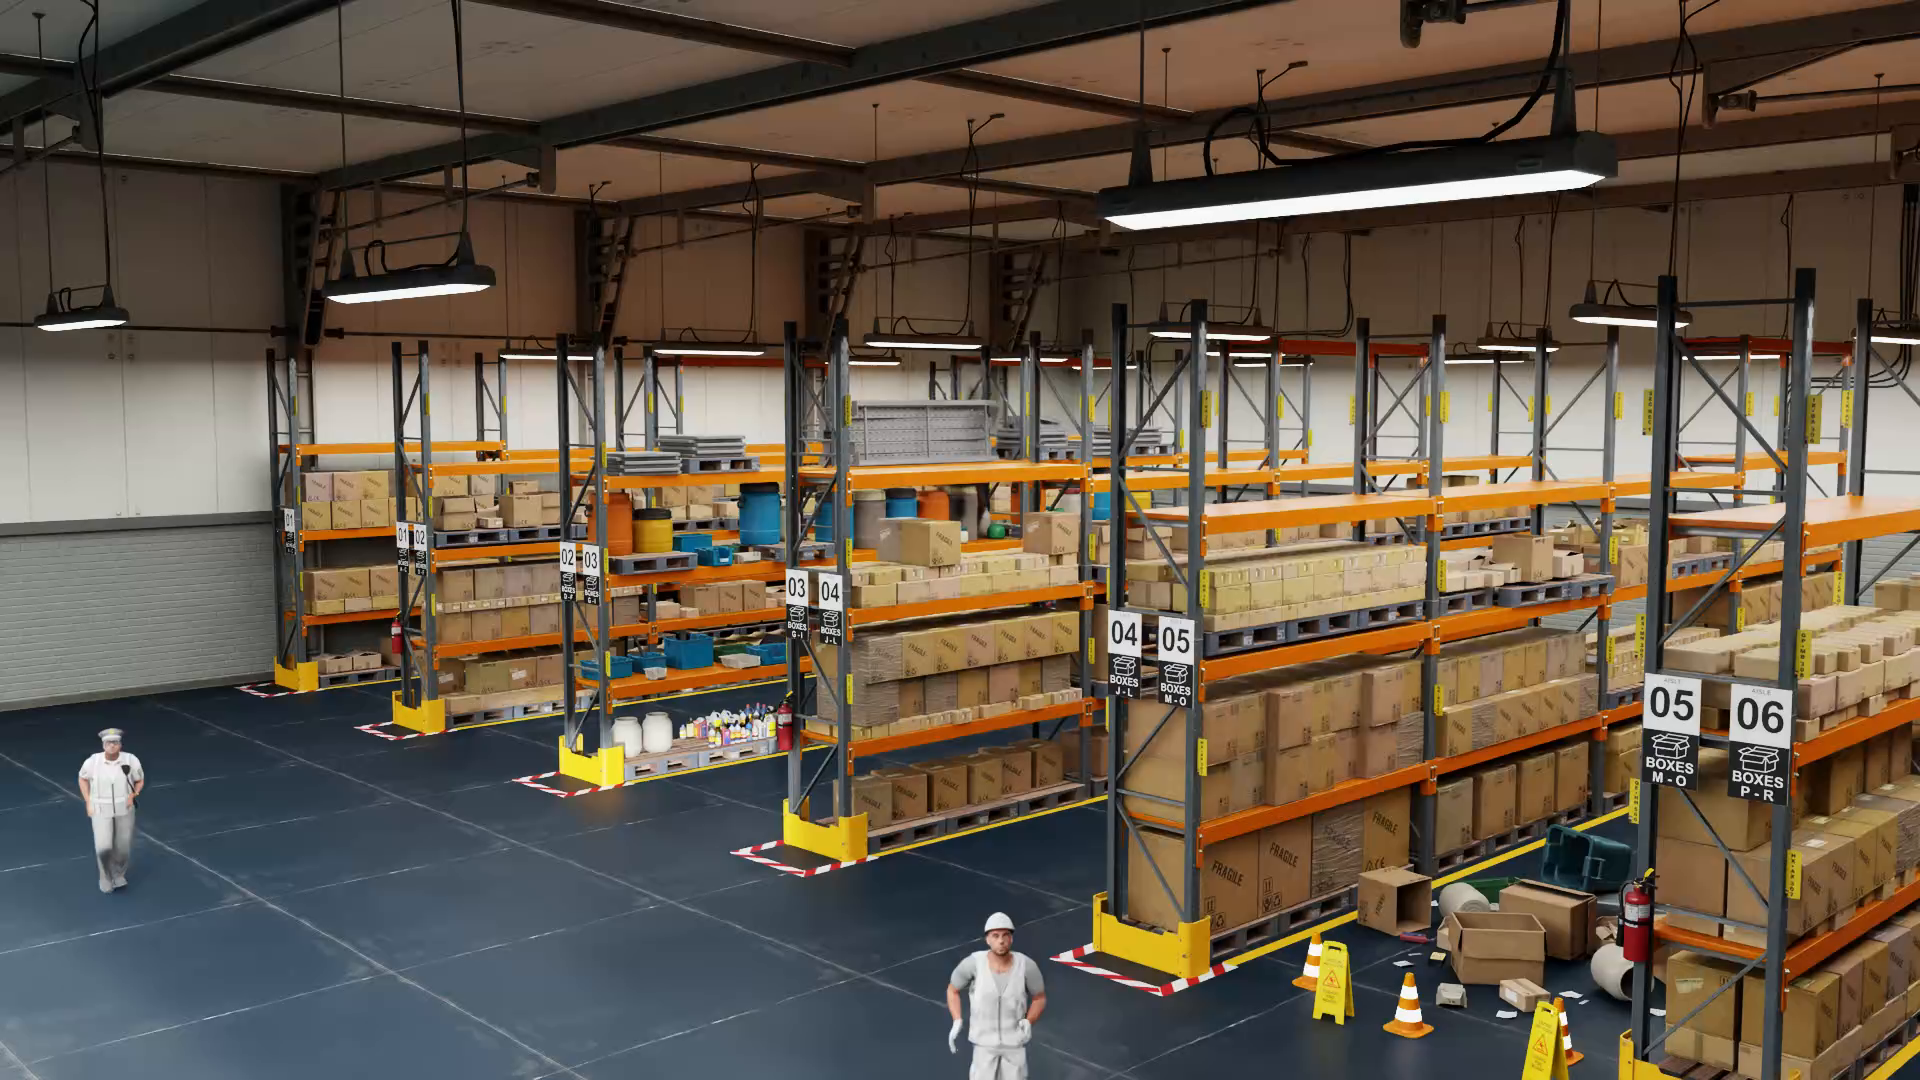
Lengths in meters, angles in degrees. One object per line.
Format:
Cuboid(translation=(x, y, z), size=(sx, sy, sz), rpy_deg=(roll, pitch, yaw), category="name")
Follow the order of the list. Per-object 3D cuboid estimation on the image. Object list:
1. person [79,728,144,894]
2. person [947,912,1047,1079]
Cuboid(translation=(-8.794, 2.809, 17.278), size=(0.591, 1.740, 0.742), rpy_deg=(-3, 6, -32), category="person")
Cuboid(translation=(0.256, 3.343, 11.067), size=(0.660, 1.738, 0.593), rpy_deg=(0, 5, -5), category="person")
